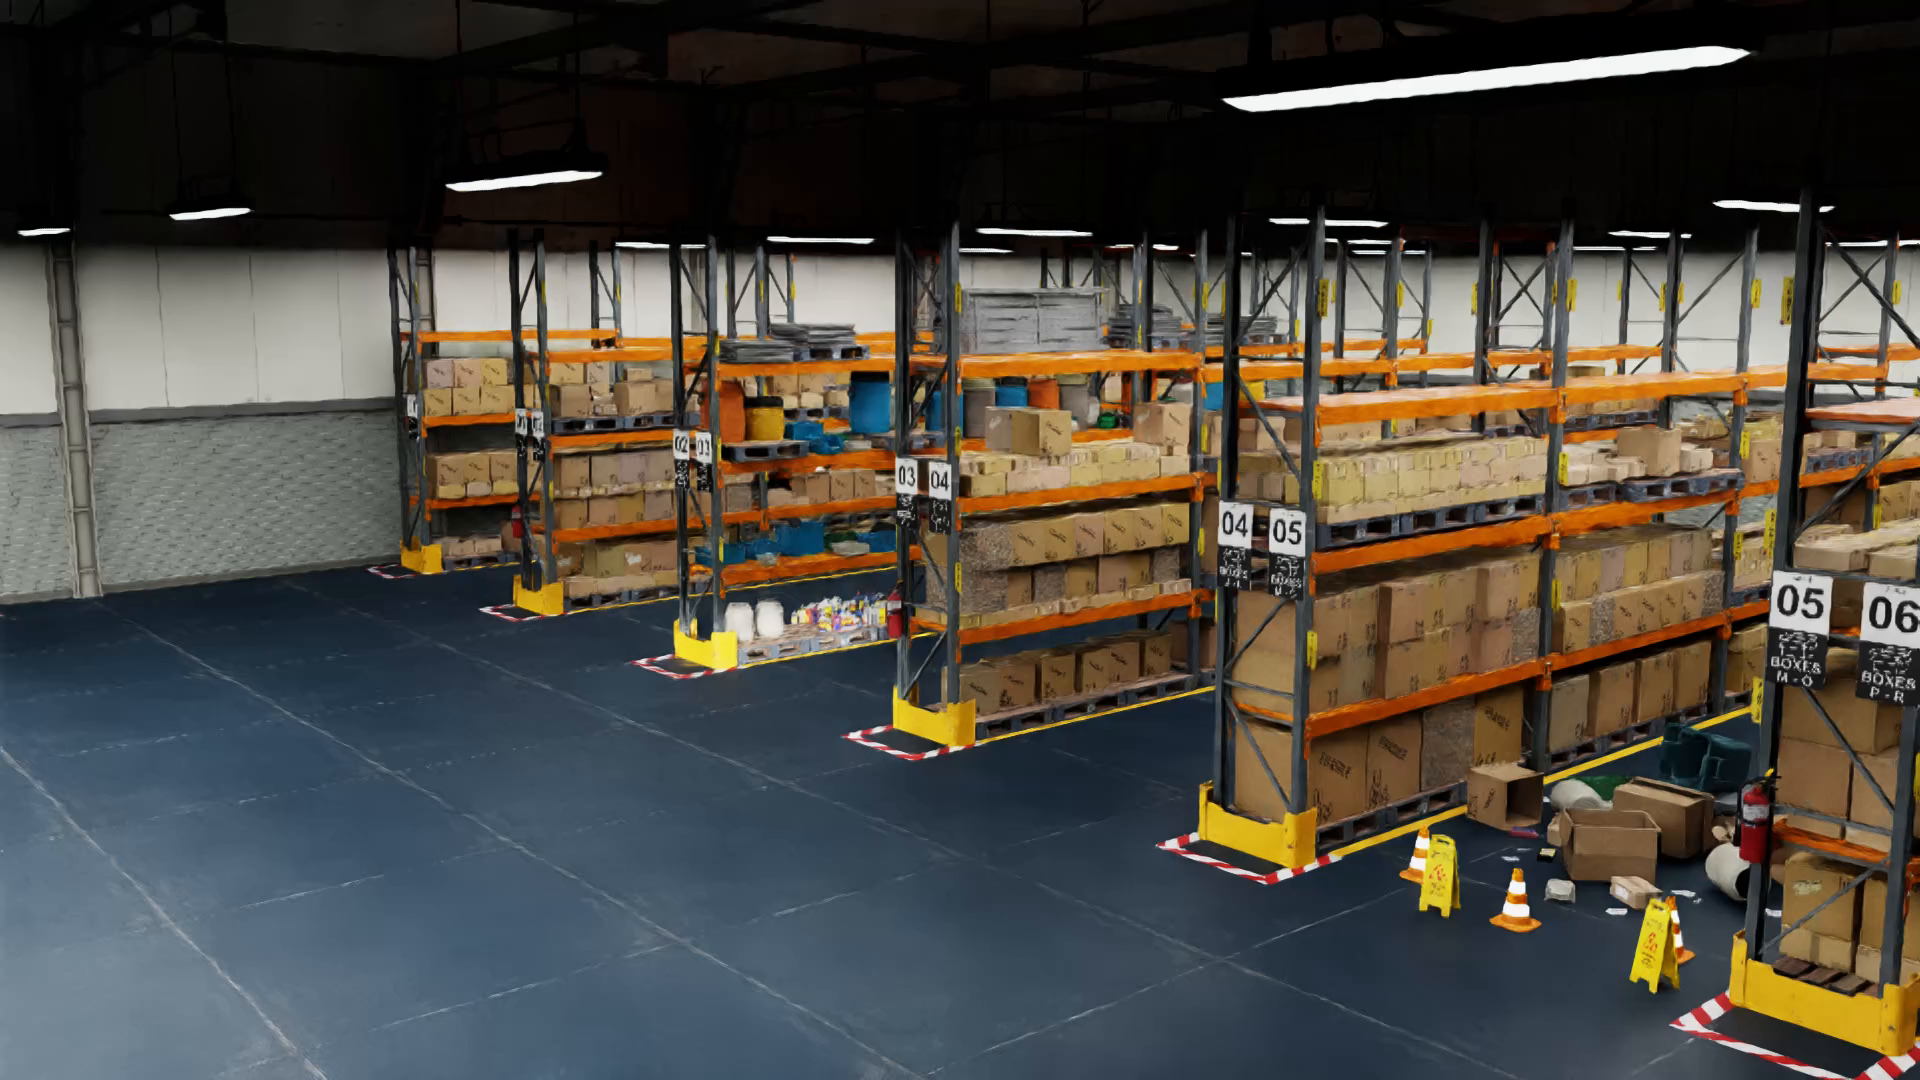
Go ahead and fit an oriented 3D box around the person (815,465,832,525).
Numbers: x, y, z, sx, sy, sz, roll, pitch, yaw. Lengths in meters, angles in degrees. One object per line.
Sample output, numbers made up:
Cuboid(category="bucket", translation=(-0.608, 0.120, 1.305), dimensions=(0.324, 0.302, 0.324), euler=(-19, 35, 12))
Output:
Cuboid(category="person", translation=(-2.721, -0.906, 33.690), dimensions=(0.423, 1.694, 0.609), euler=(4, 10, 24))
